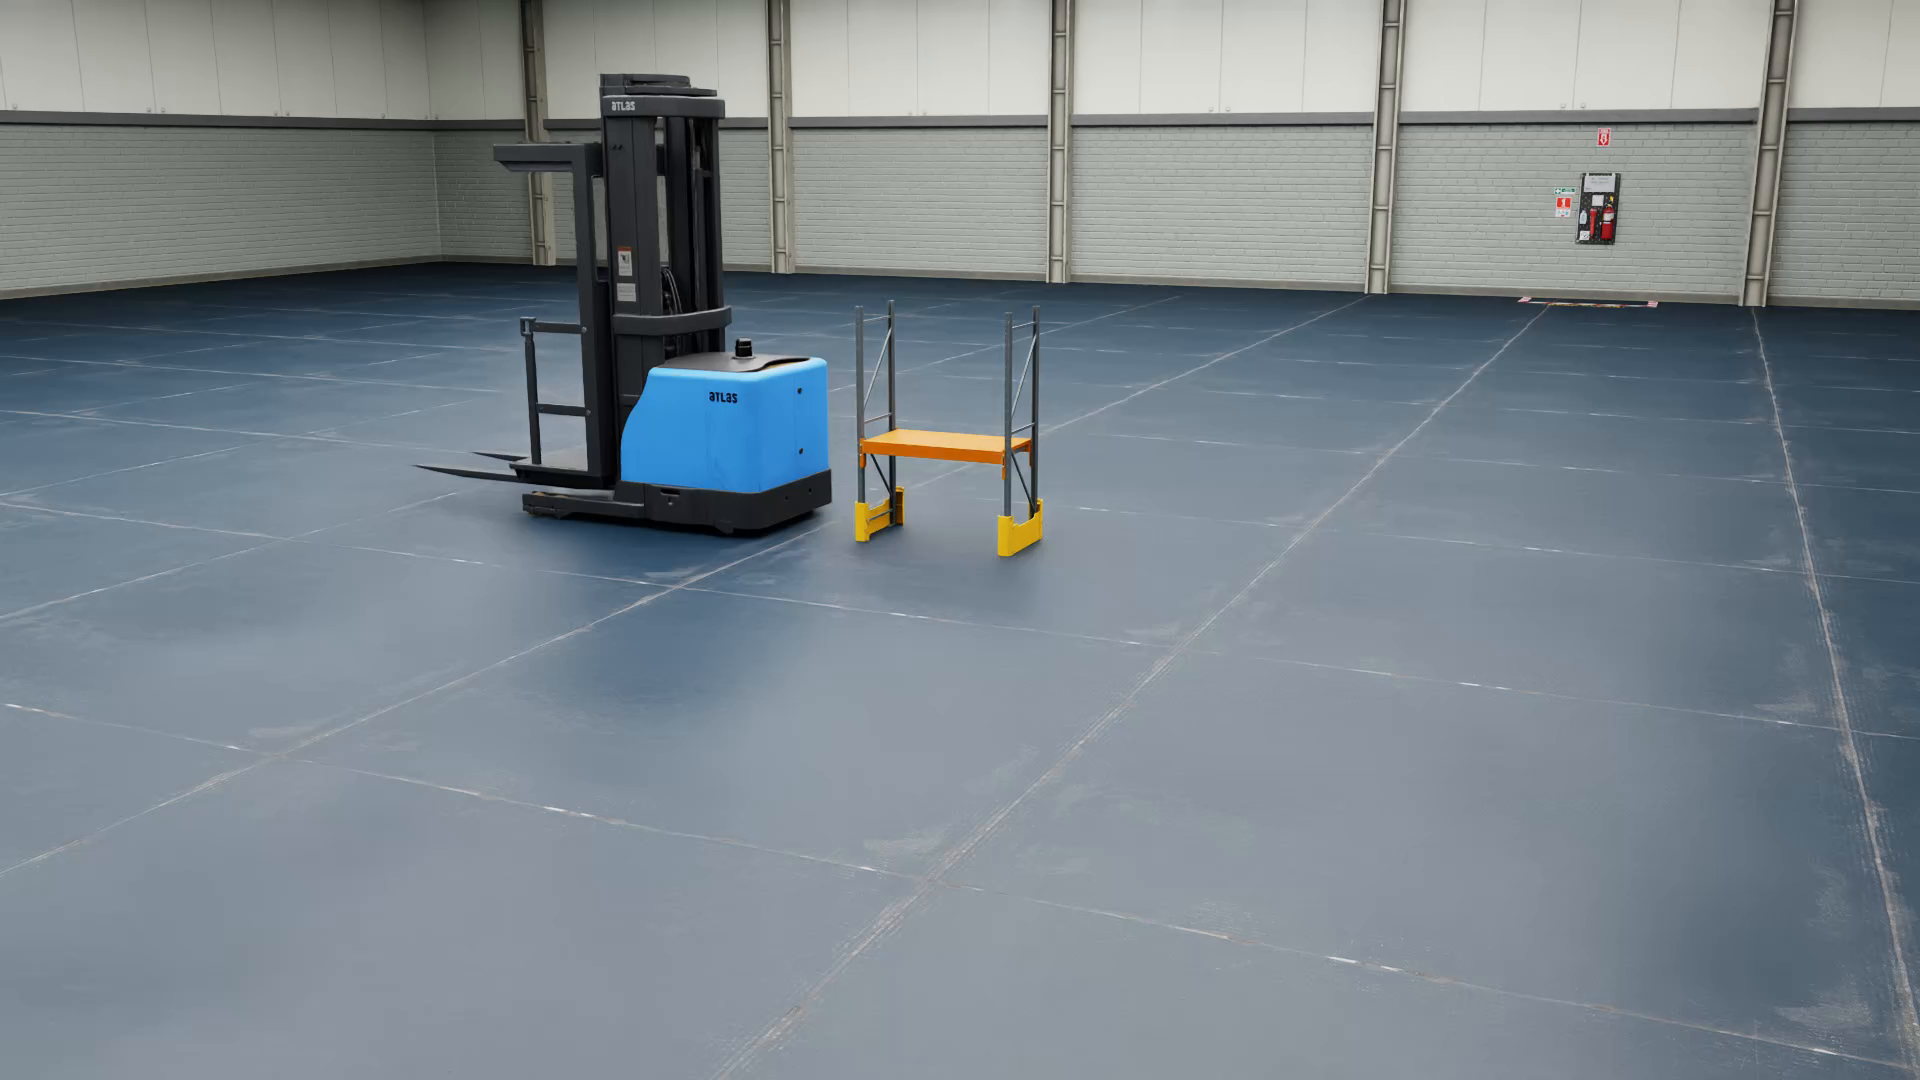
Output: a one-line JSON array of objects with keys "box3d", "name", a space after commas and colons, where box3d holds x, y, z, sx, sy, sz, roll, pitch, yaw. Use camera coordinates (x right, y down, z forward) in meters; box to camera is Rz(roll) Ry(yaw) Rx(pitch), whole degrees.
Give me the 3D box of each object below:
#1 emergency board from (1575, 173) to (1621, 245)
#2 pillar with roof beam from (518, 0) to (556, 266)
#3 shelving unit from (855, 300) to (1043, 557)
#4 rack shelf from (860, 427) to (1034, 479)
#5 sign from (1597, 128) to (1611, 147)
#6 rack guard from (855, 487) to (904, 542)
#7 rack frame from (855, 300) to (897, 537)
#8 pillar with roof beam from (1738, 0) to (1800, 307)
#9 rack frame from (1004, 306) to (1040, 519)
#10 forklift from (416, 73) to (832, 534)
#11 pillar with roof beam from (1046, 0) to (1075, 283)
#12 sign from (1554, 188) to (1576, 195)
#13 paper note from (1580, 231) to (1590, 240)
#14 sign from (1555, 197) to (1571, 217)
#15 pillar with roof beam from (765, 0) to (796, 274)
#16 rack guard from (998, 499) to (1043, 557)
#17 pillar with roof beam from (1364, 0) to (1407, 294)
[{"box3d": [10.604, -5.503, 27.640, 0.643, 1.169, 0.194, 6, 14, 23], "name": "emergency board"}, {"box3d": [-10.839, -9.508, 31.578, 0.400, 9.000, 9.100, 6, 14, 23], "name": "pillar with roof beam"}, {"box3d": [-0.070, -0.737, 10.614, 1.083, 1.500, 0.587, 6, 14, 23], "name": "shelving unit"}, {"box3d": [-0.078, -0.563, 10.658, 1.000, 0.185, 0.538, 6, 14, 23], "name": "rack shelf"}, {"box3d": [10.637, -6.653, 27.467, 0.199, 0.298, 0.001, 6, 14, 23], "name": "sign"}, {"box3d": [-0.525, -0.175, 10.953, 0.087, 0.250, 0.587, 6, 14, 23], "name": "rack guard"}, {"box3d": [-0.543, -0.785, 10.818, 0.032, 1.500, 0.500, 6, 14, 23], "name": "rack frame"}, {"box3d": [11.105, -7.288, 22.114, 0.400, 9.000, 9.100, 6, 14, 23], "name": "pillar with roof beam"}, {"box3d": [0.387, -0.691, 10.417, 0.032, 1.500, 0.500, 6, 14, 23], "name": "rack frame"}, {"box3d": [-2.448, -1.672, 11.463, 3.031, 2.935, 1.130, 6, 15, 25], "name": "forklift"}, {"box3d": [0.133, -8.398, 26.846, 0.400, 9.000, 9.100, 6, 14, 23], "name": "pillar with roof beam"}, {"box3d": [10.141, -5.849, 27.875, 0.331, 0.109, 0.001, 6, 14, 23], "name": "sign"}, {"box3d": [10.470, -5.105, 27.872, 0.142, 0.148, 0.016, 6, 14, 23], "name": "paper note"}, {"box3d": [10.140, -5.593, 27.946, 0.234, 0.329, 0.001, 6, 14, 23], "name": "sign"}, {"box3d": [-5.353, -8.953, 29.212, 0.400, 9.000, 9.100, 6, 14, 23], "name": "pillar with roof beam"}, {"box3d": [0.386, -0.083, 10.560, 0.087, 0.250, 0.587, 6, 14, 23], "name": "rack guard"}, {"box3d": [5.619, -7.843, 24.480, 0.400, 9.000, 9.100, 6, 14, 23], "name": "pillar with roof beam"}]
